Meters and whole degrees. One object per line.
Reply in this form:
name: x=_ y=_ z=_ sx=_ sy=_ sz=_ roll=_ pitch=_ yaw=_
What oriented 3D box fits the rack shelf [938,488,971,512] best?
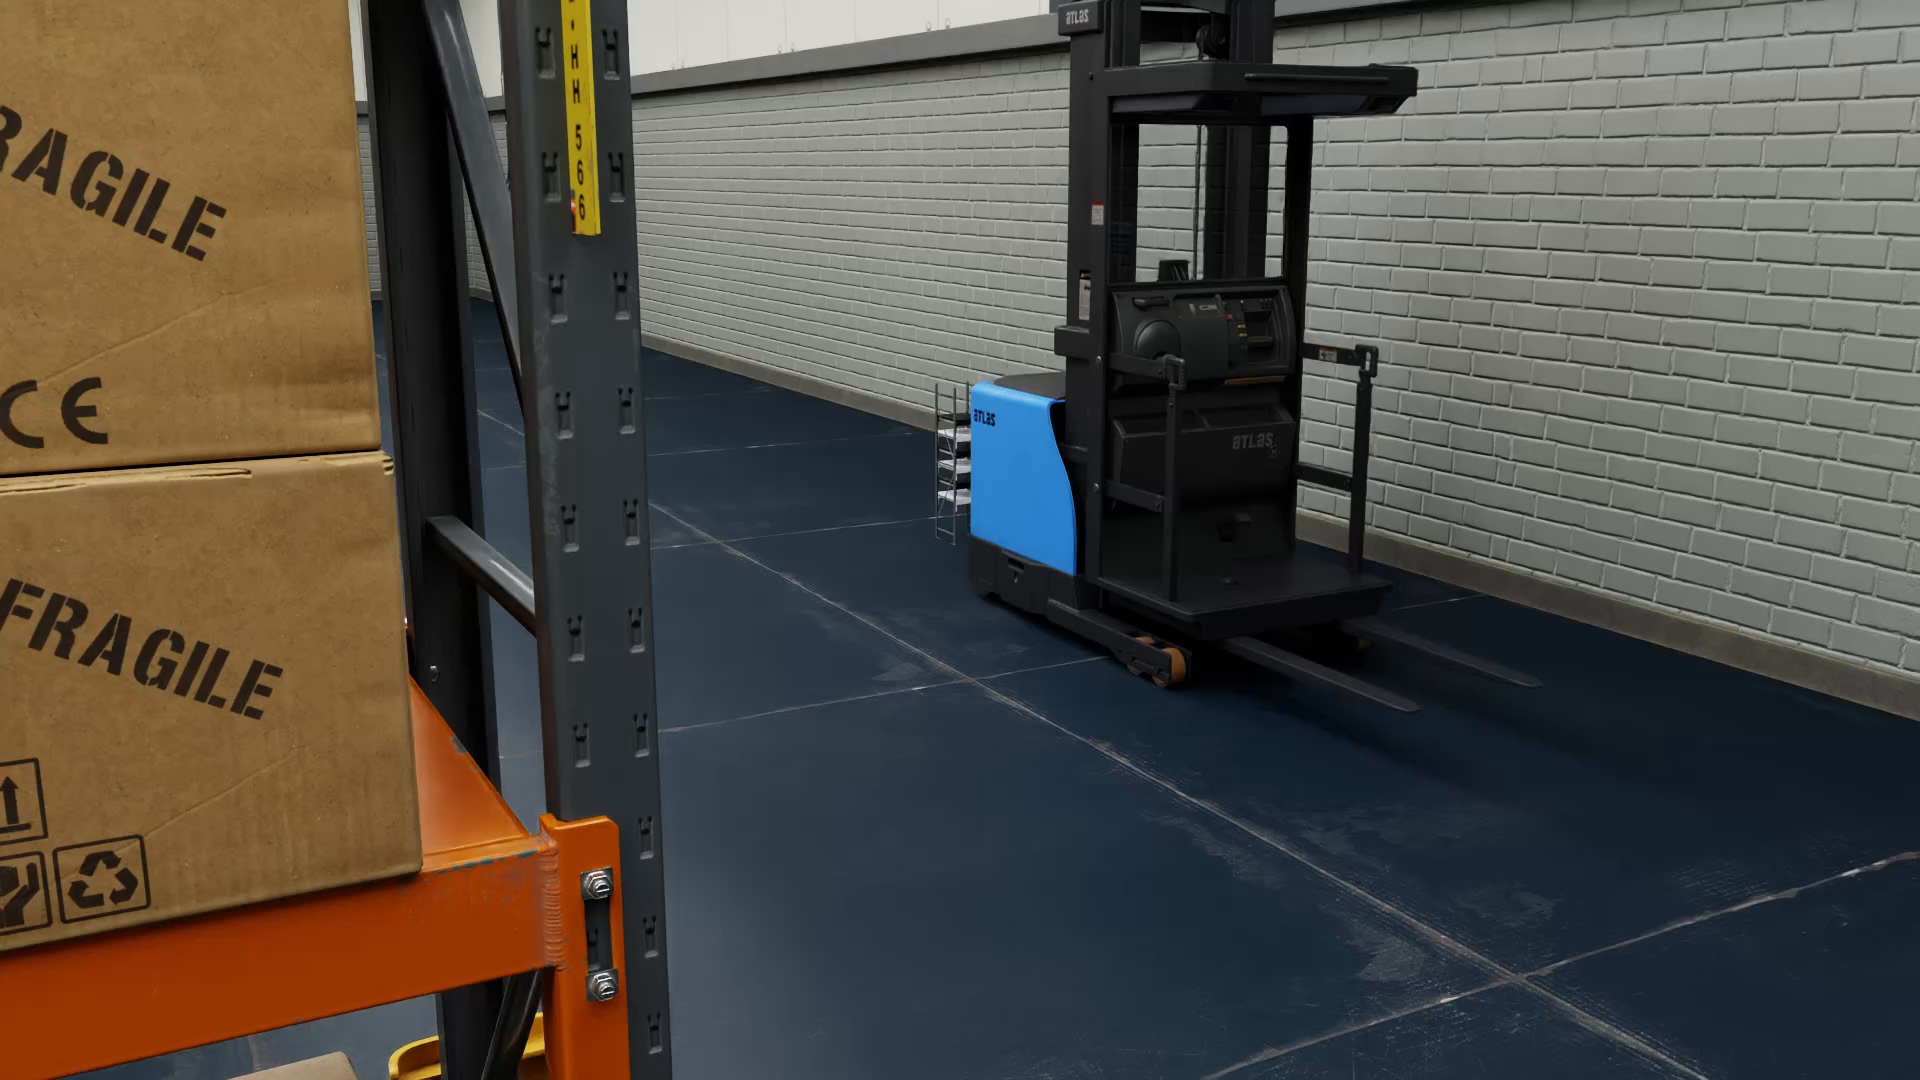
rack shelf: x=0.007 y=-0.232 z=9.561 sx=0.200 sy=0.077 sz=0.258 roll=-7 pitch=14 yaw=-28

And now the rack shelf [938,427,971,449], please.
rack shelf: x=0.007 y=-0.583 z=9.482 sx=0.200 sy=0.077 sz=0.258 roll=-7 pitch=14 yaw=-28

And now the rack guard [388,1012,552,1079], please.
rack guard: x=-0.647 y=1.290 z=2.739 sx=0.348 sy=0.500 sz=1.175 roll=-7 pitch=14 yaw=-28

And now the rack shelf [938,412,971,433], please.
rack shelf: x=0.007 y=-0.671 z=9.462 sx=0.200 sy=0.077 sz=0.258 roll=-7 pitch=14 yaw=-28

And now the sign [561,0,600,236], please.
sign: x=-0.420 y=-0.502 z=1.829 sx=0.005 sy=0.325 sz=0.100 roll=-7 pitch=14 yaw=-28

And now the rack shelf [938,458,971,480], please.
rack shelf: x=0.007 y=-0.407 z=9.521 sx=0.200 sy=0.077 sz=0.258 roll=-7 pitch=14 yaw=-28

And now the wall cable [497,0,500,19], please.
wall cable: x=-6.104 y=-8.581 z=22.814 sx=0.112 sy=2.526 sz=3.097 roll=-7 pitch=14 yaw=-28

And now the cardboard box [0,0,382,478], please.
cardboard box: x=-0.977 y=-0.367 z=1.904 sx=0.500 sy=0.500 sz=0.500 roll=-6 pitch=14 yaw=-26

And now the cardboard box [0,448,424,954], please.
cardboard box: x=-0.964 y=0.126 z=1.991 sx=0.500 sy=0.500 sz=0.500 roll=-7 pitch=14 yaw=-28

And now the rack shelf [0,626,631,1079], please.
rack shelf: x=-2.423 y=0.634 z=1.598 sx=4.000 sy=0.370 sz=1.077 roll=-7 pitch=14 yaw=-28

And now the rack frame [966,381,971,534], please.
rack frame: x=0.096 y=-0.451 z=9.562 sx=0.006 sy=0.900 sz=0.240 roll=-7 pitch=14 yaw=-28

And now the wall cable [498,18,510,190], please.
wall cable: x=-7.401 y=-6.639 z=25.685 sx=0.112 sy=2.526 sz=3.097 roll=-7 pitch=14 yaw=-28

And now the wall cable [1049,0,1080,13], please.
wall cable: x=1.198 y=-6.264 z=9.620 sx=0.120 sy=5.999 sz=2.277 roll=-7 pitch=14 yaw=-28

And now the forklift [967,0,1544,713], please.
forklift: x=1.174 y=-0.931 z=7.071 sx=1.130 sy=2.935 sz=3.031 roll=-7 pitch=14 yaw=-27

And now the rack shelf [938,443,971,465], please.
rack shelf: x=0.007 y=-0.495 z=9.502 sx=0.200 sy=0.077 sz=0.258 roll=-7 pitch=14 yaw=-28

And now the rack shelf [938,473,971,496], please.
rack shelf: x=0.007 y=-0.320 z=9.541 sx=0.200 sy=0.077 sz=0.258 roll=-7 pitch=14 yaw=-28

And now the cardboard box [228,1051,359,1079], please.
cardboard box: x=-1.199 y=1.207 z=2.295 sx=0.875 sy=0.438 sz=0.875 roll=-7 pitch=15 yaw=-30

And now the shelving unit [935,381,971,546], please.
shelving unit: x=0.007 y=-0.440 z=9.514 sx=0.210 sy=0.900 sz=0.258 roll=-7 pitch=14 yaw=-28

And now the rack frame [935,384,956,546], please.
rack frame: x=-0.082 y=-0.429 z=9.467 sx=0.006 sy=0.900 sz=0.240 roll=-7 pitch=14 yaw=-28
